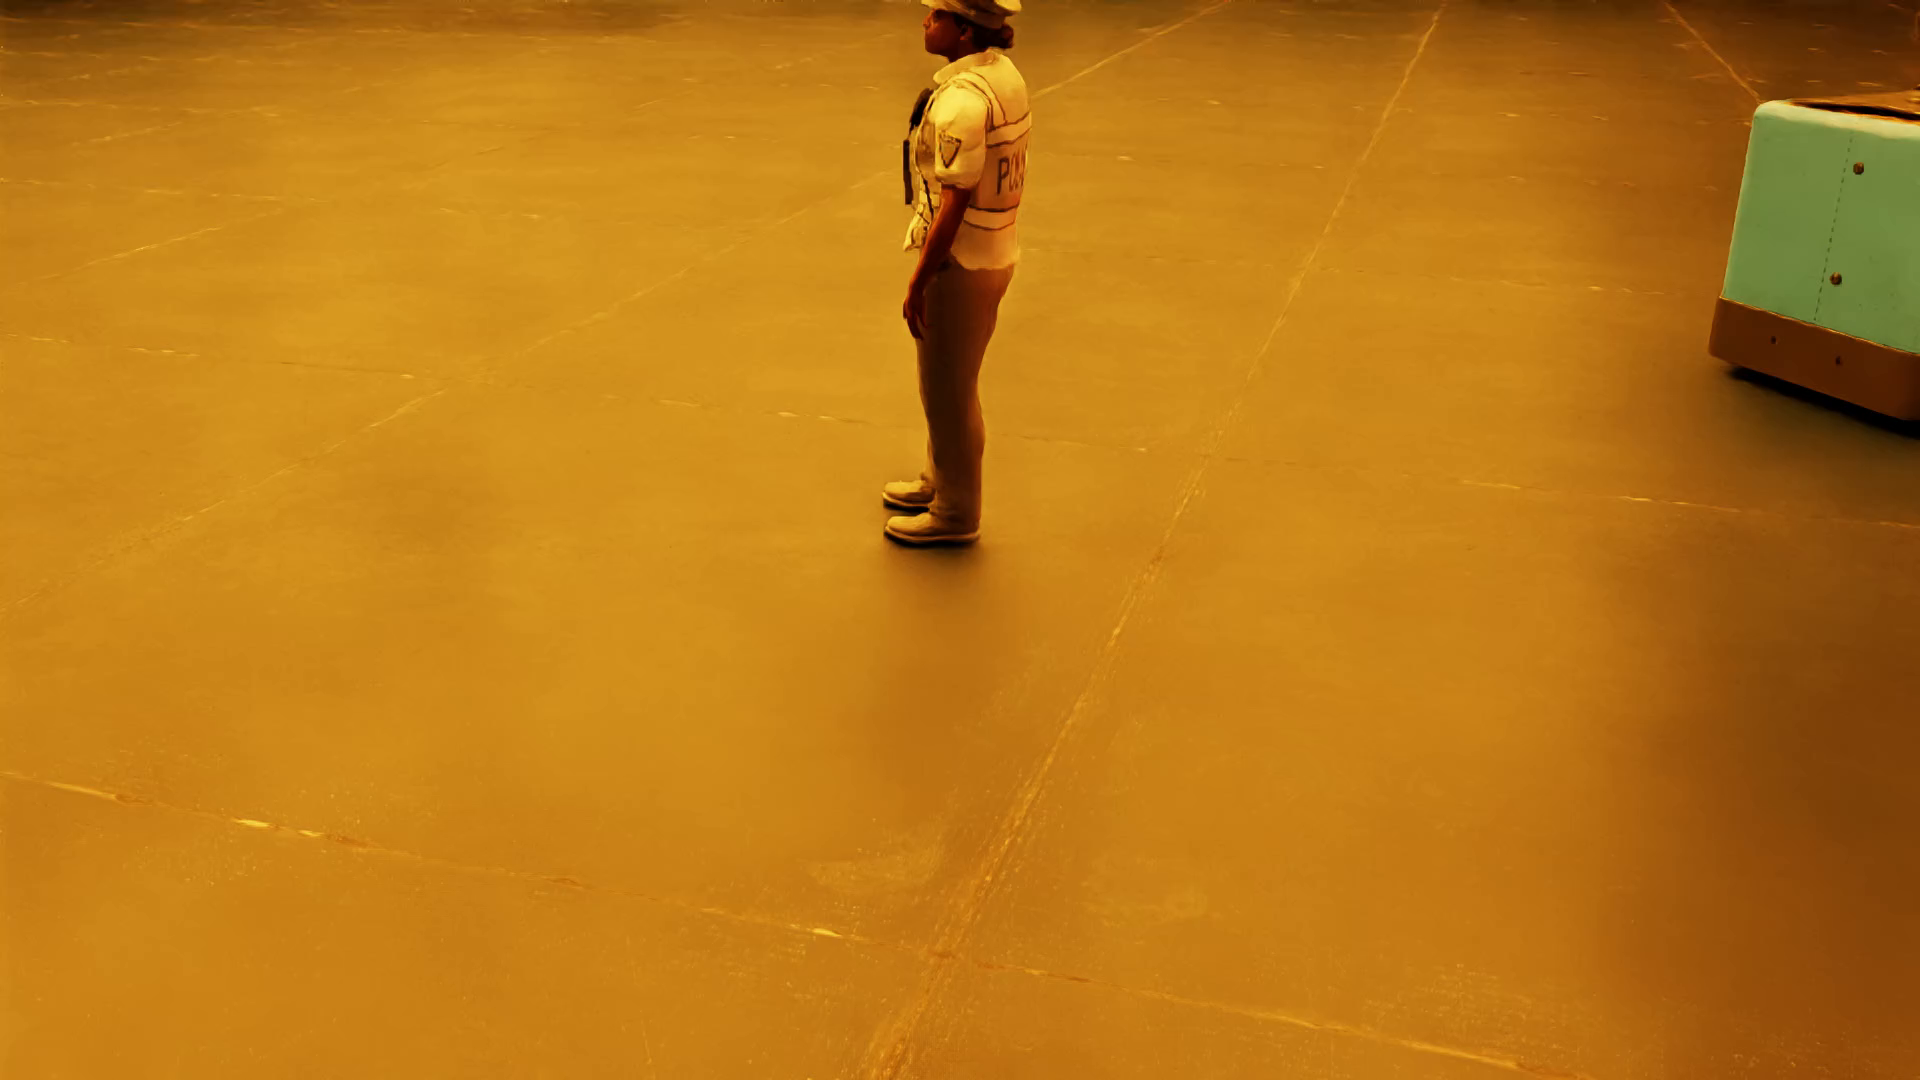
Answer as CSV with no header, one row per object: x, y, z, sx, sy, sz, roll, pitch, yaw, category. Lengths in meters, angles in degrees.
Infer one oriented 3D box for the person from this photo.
-0.066,-0.806,4.832,0.529,1.695,0.570,7,23,16,person

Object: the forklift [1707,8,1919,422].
4.615,-2.098,6.361,3.031,2.935,1.130,-9,24,-20,forklift
